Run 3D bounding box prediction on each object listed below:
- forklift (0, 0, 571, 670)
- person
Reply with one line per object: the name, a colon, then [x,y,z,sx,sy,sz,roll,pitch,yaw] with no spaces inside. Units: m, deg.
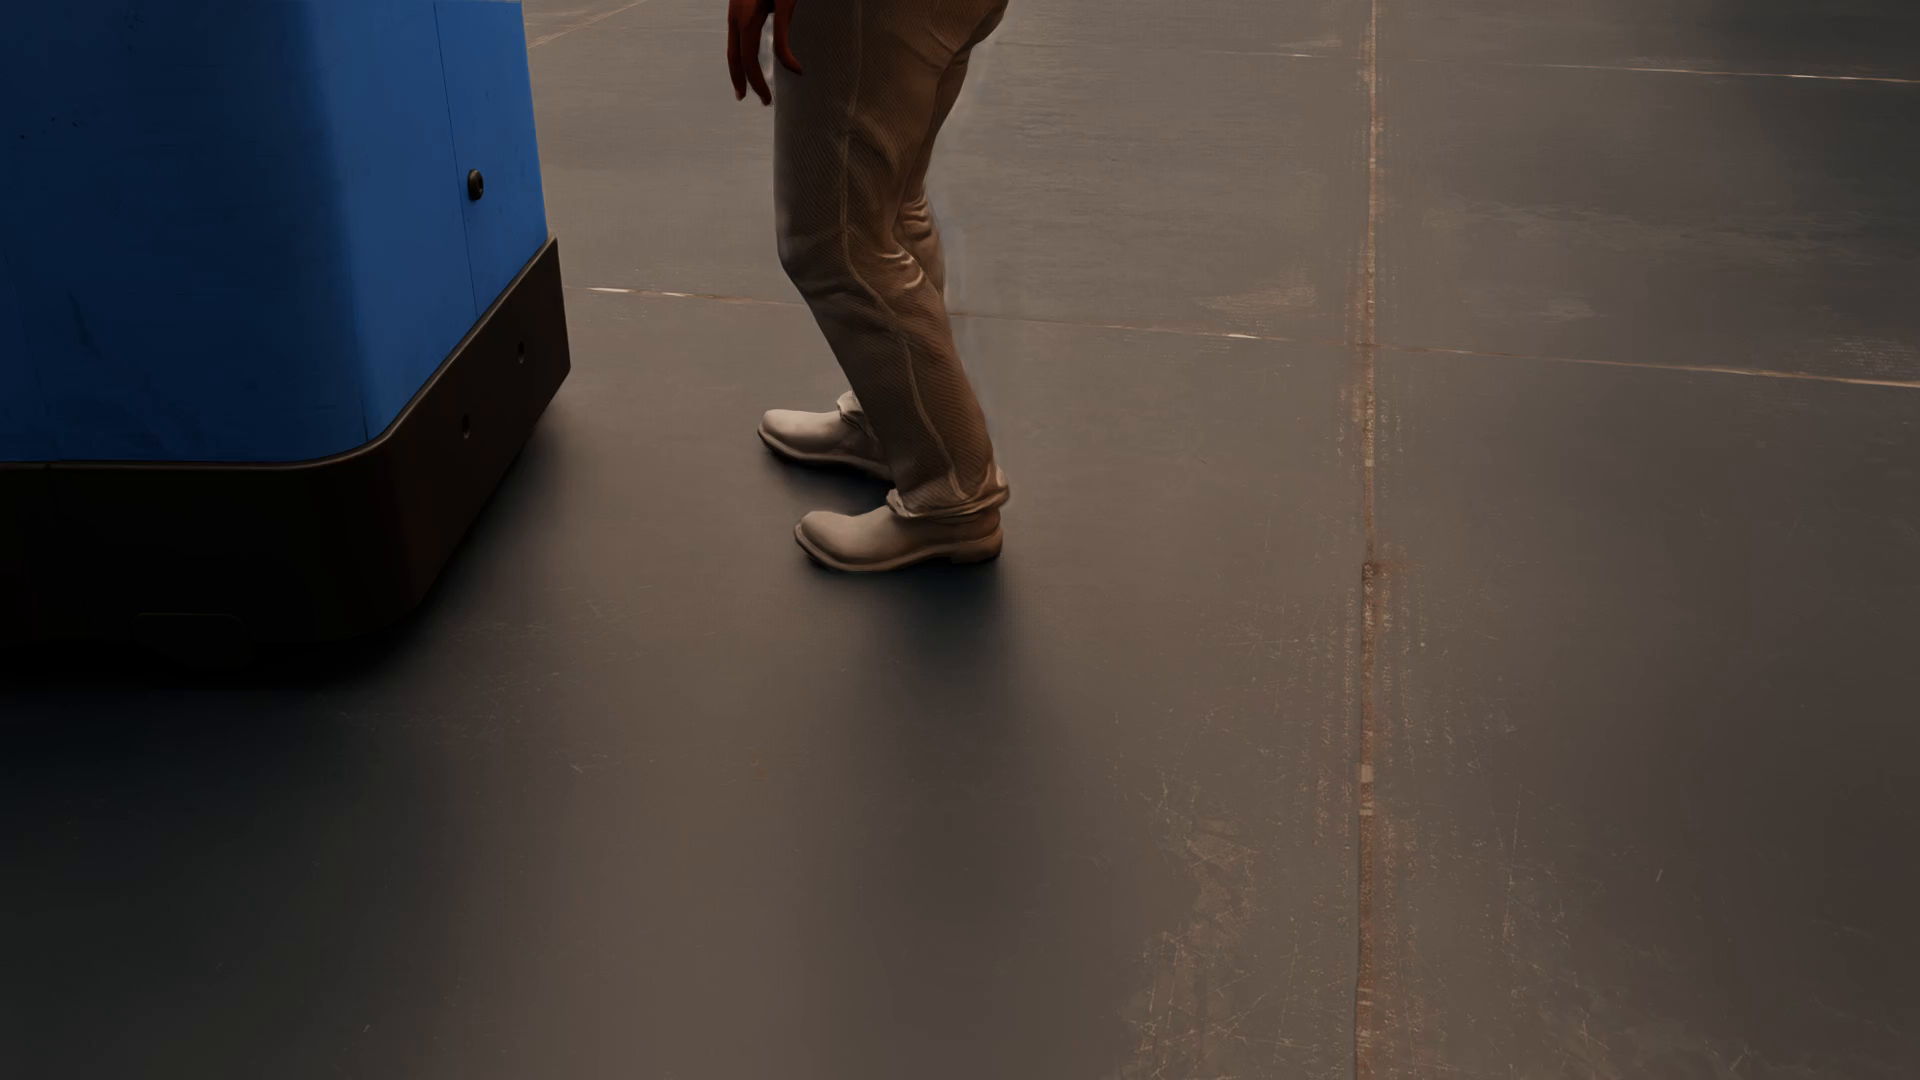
forklift: [-2.211,-1.366,1.954,3.031,2.935,1.130,1,27,1]
person: [-0.060,-0.801,2.099,0.422,1.683,0.708,8,28,15]
